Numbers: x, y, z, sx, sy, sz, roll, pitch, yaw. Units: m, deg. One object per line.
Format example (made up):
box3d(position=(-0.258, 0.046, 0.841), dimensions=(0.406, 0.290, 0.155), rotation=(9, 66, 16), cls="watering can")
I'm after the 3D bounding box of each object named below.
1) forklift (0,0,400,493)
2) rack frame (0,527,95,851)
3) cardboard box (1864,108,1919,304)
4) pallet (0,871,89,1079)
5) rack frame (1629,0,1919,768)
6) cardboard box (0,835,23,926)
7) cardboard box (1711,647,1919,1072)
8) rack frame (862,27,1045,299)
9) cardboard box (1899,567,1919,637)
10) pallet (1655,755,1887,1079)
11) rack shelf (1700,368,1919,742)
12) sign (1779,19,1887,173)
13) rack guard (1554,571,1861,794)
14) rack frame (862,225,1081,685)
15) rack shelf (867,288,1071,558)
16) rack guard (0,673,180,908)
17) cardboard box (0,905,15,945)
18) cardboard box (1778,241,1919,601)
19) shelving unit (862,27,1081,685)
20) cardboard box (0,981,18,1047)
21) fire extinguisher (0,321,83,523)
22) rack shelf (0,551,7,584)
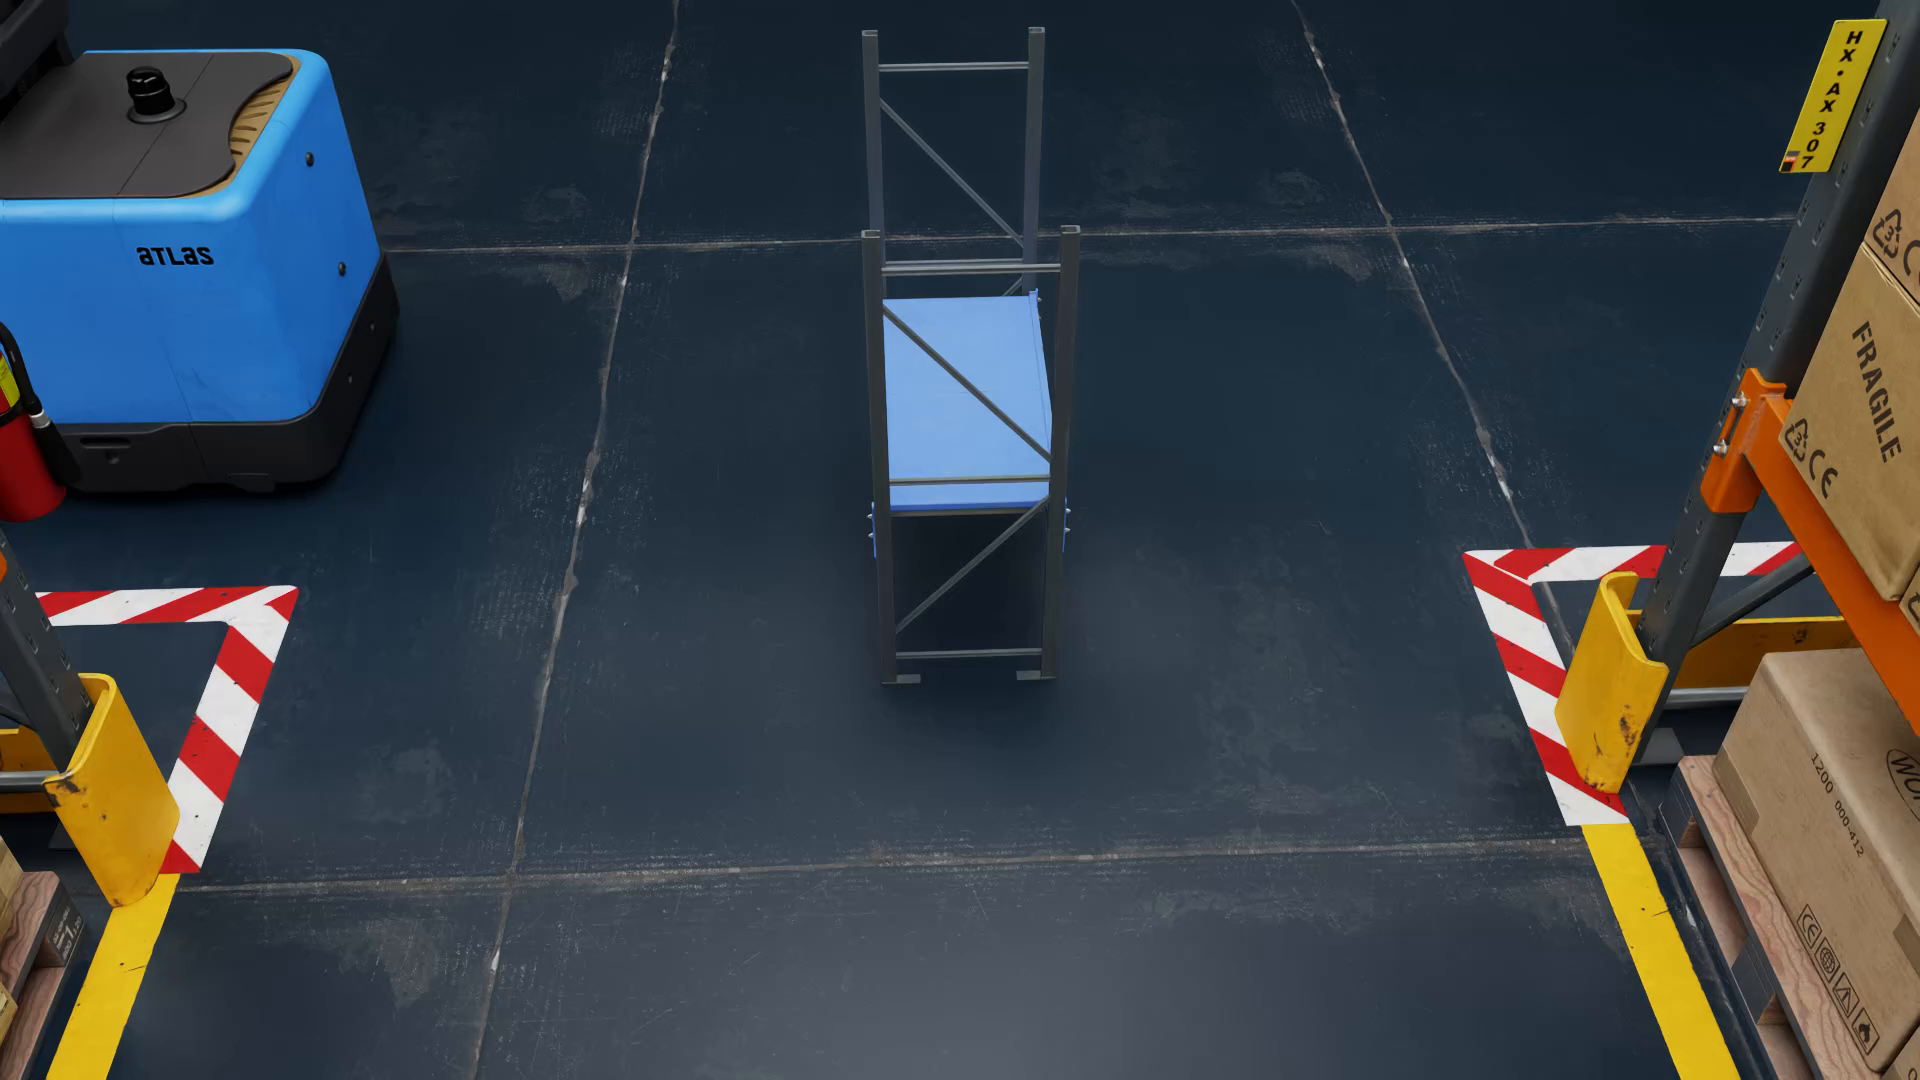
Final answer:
box3d(position=(-3.546, -1.552, 4.774), dimensions=(3.031, 2.935, 1.130), rotation=(-1, 43, -1), cls="forklift")
box3d(position=(-2.667, -0.325, 3.384), dimensions=(1.000, 3.000, 0.127), rotation=(-2, 43, -2), cls="rack frame")
box3d(position=(2.010, -0.608, 2.879), dimensions=(0.500, 0.500, 0.500), rotation=(-3, 43, -3), cls="cardboard box")
box3d(position=(-2.665, 1.304, 3.671), dimensions=(1.003, 0.211, 1.213), rotation=(-2, 43, -2), cls="pallet")
box3d(position=(2.274, -0.535, 3.614), dimensions=(1.000, 3.000, 0.127), rotation=(-2, 43, -2), cls="rack frame")
box3d(position=(-2.360, 0.810, 3.725), dimensions=(0.380, 0.149, 0.250), rotation=(-3, 43, -3), cls="cardboard box")
box3d(position=(2.402, 0.698, 3.854), dimensions=(0.875, 0.438, 0.875), rotation=(-3, 43, -3), cls="cardboard box")
box3d(position=(-0.018, -0.838, 5.055), dimensions=(0.500, 1.500, 0.032), rotation=(-2, 43, -2), cls="rack frame")
box3d(position=(2.057, 0.101, 2.846), dimensions=(0.500, 0.500, 0.500), rotation=(-2, 43, -2), cls="cardboard box")
box3d(position=(2.386, 1.031, 3.969), dimensions=(1.003, 0.211, 1.213), rotation=(-2, 43, -2), cls="pallet")
box3d(position=(2.359, 1.081, 2.384), dimensions=(1.077, 0.370, 4.000), rotation=(-2, 43, -2), cls="rack shelf")
box3d(position=(1.719, -0.871, 3.281), dimensions=(0.100, 0.325, 0.005), rotation=(-2, 43, -2), cls="sign")
box3d(position=(2.273, 0.370, 4.476), dimensions=(1.175, 0.500, 0.348), rotation=(-2, 43, -2), cls="rack guard")
box3d(position=(0.025, -0.152, 4.306), dimensions=(0.500, 1.500, 0.032), rotation=(-2, 43, -2), cls="rack frame")
box3d(position=(0.004, -0.363, 4.802), dimensions=(0.538, 0.185, 1.000), rotation=(-2, 43, -2), cls="rack shelf")
box3d(position=(-2.664, 0.648, 4.173), dimensions=(1.175, 0.500, 0.348), rotation=(-2, 43, -2), cls="rack guard")
box3d(position=(-2.436, 0.921, 3.824), dimensions=(0.380, 0.149, 0.250), rotation=(-1, 43, -1), cls="cardboard box")
box3d(position=(2.008, -0.239, 3.217), dimensions=(0.500, 0.500, 0.500), rotation=(-2, 43, -2), cls="cardboard box")
box3d(position=(0.004, -0.495, 4.680), dimensions=(0.538, 1.500, 1.048), rotation=(-2, 43, -2), cls="shelving unit")
box3d(position=(-2.324, 1.092, 3.638), dimensions=(0.380, 0.149, 0.250), rotation=(0, 43, 0), cls="cardboard box")
box3d(position=(-2.217, -0.342, 3.736), dimensions=(0.296, 0.674, 0.183), rotation=(-2, 43, -2), cls="fire extinguisher")
box3d(position=(-2.582, 1.291, 2.154), dimensions=(1.077, 0.370, 4.000), rotation=(-2, 43, -2), cls="rack shelf")
